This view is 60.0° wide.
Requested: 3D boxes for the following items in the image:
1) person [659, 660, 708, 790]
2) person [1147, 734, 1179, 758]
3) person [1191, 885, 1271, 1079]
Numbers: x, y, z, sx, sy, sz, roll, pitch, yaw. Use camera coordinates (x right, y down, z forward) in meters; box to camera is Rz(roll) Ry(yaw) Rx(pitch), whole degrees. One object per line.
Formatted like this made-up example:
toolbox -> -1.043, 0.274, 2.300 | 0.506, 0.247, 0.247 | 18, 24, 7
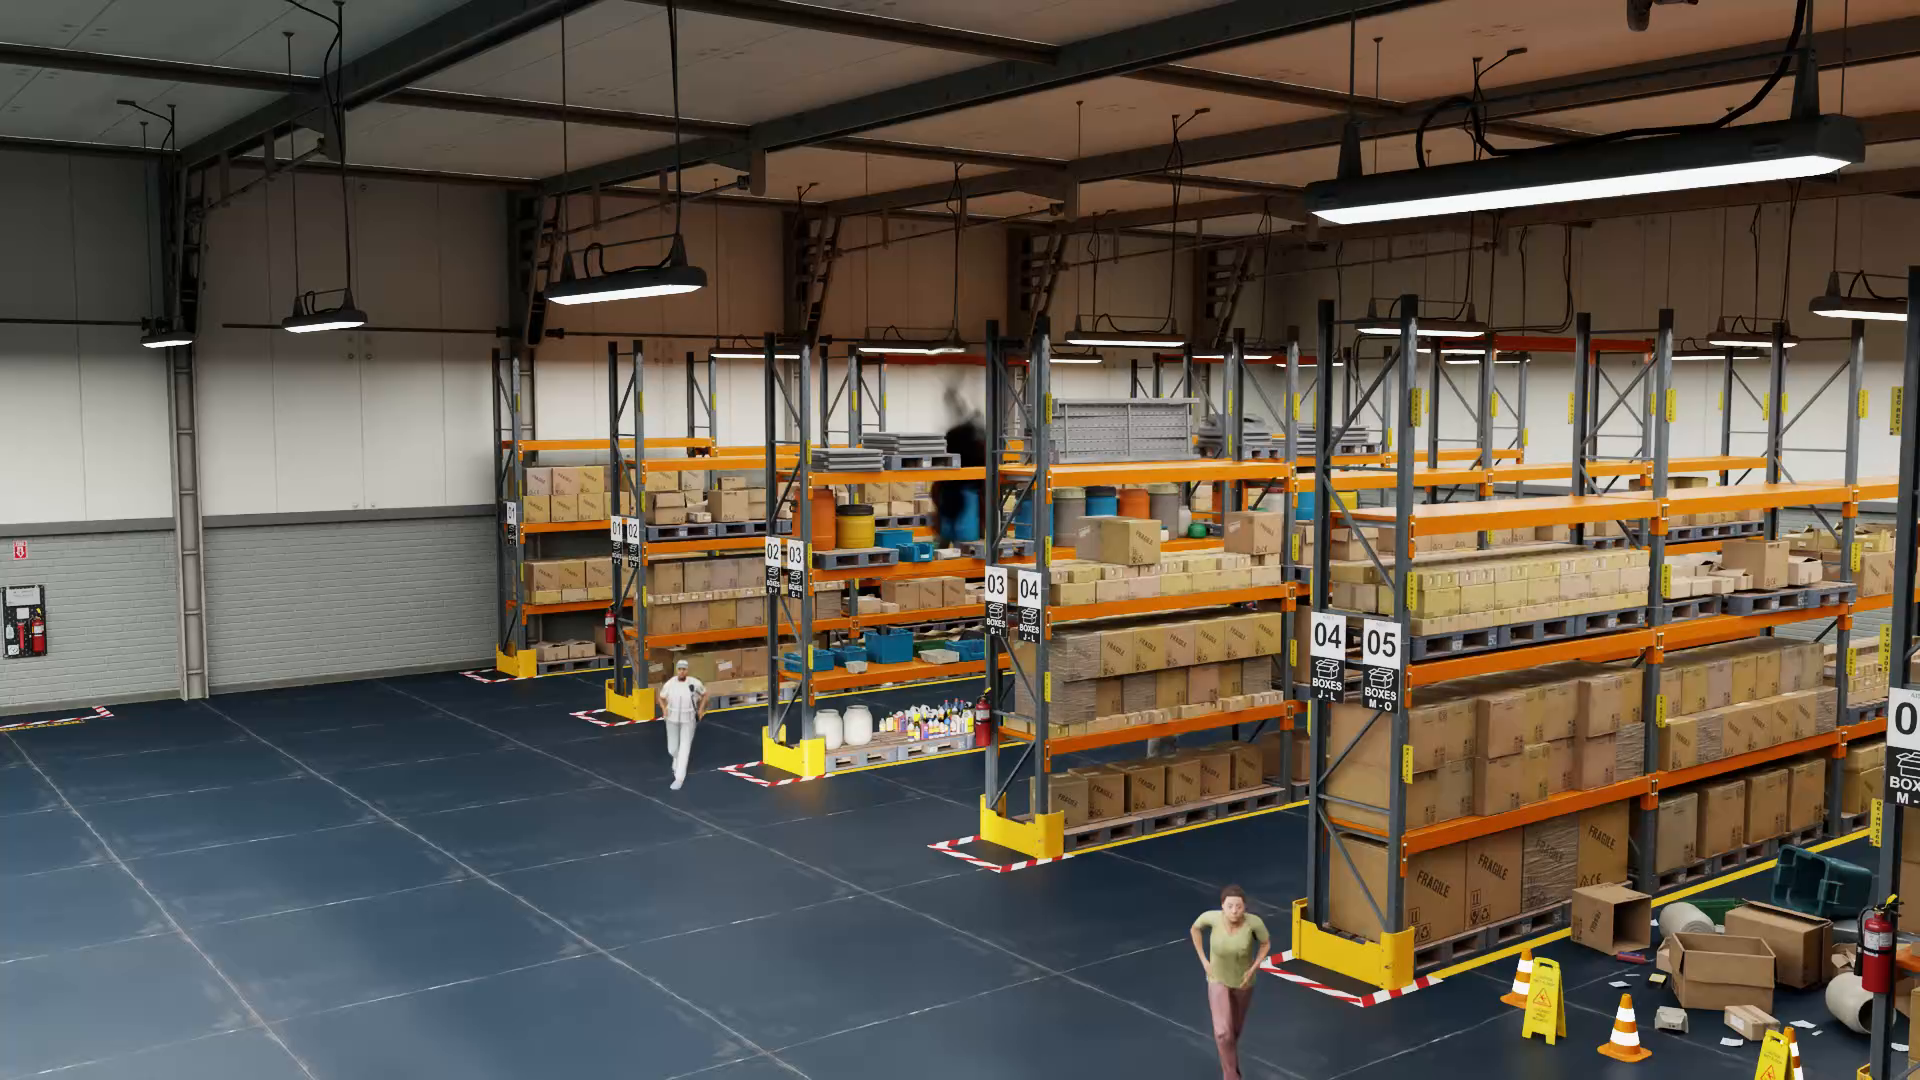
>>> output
person -> -3.683, 2.411, 22.080 | 0.637, 1.662, 0.924 | 0, 5, 0
person -> 2.780, 2.289, 22.942 | 0.895, 1.758, 0.677 | -4, 7, -40
person -> 2.006, 3.298, 12.350 | 0.587, 1.662, 0.936 | 1, 5, 10
